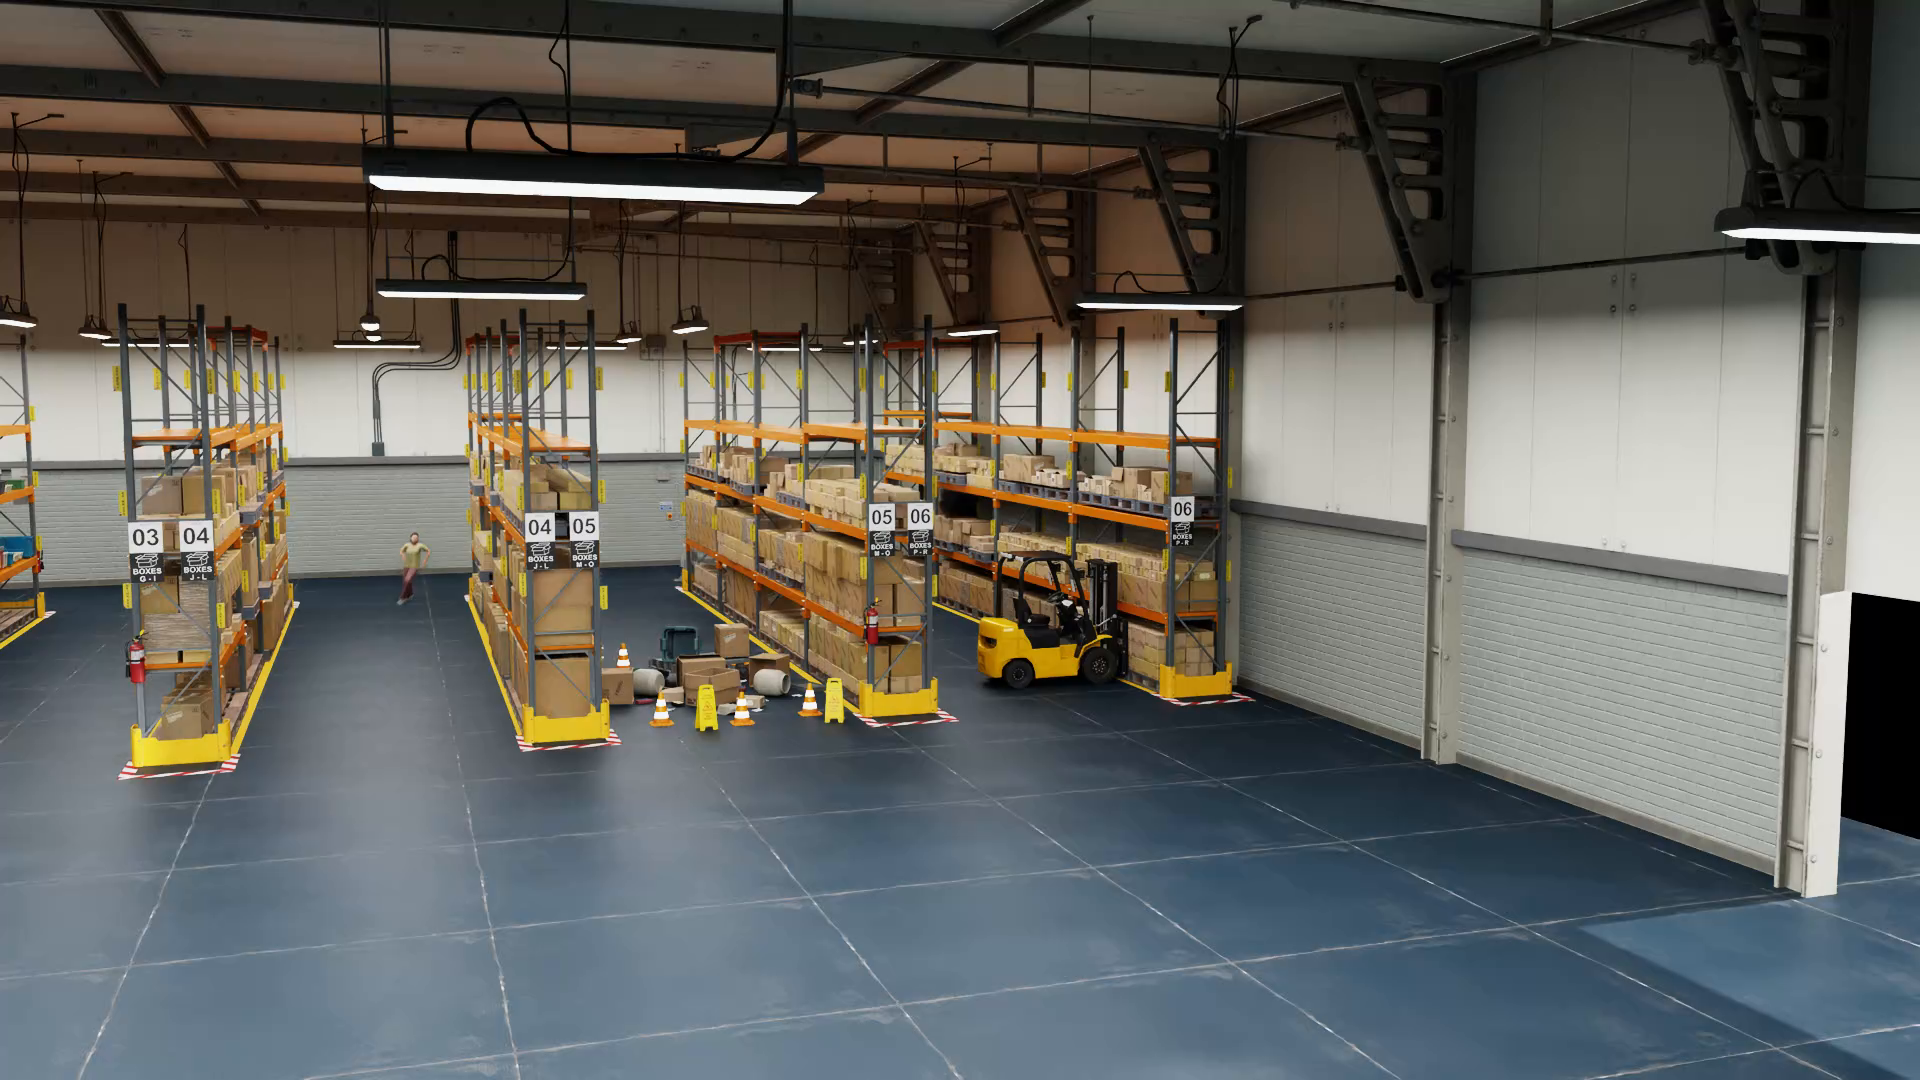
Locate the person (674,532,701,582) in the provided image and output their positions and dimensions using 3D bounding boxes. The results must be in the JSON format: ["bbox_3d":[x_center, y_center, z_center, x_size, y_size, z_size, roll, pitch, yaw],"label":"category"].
[{"bbox_3d":[-6.724,0.214,41.318,0.928,1.721,0.714,1,6,10],"label":"person"}]

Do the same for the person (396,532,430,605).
[{"bbox_3d":[-12.426,0.633,37.732,0.713,1.649,0.769,0,5,5],"label":"person"}]
